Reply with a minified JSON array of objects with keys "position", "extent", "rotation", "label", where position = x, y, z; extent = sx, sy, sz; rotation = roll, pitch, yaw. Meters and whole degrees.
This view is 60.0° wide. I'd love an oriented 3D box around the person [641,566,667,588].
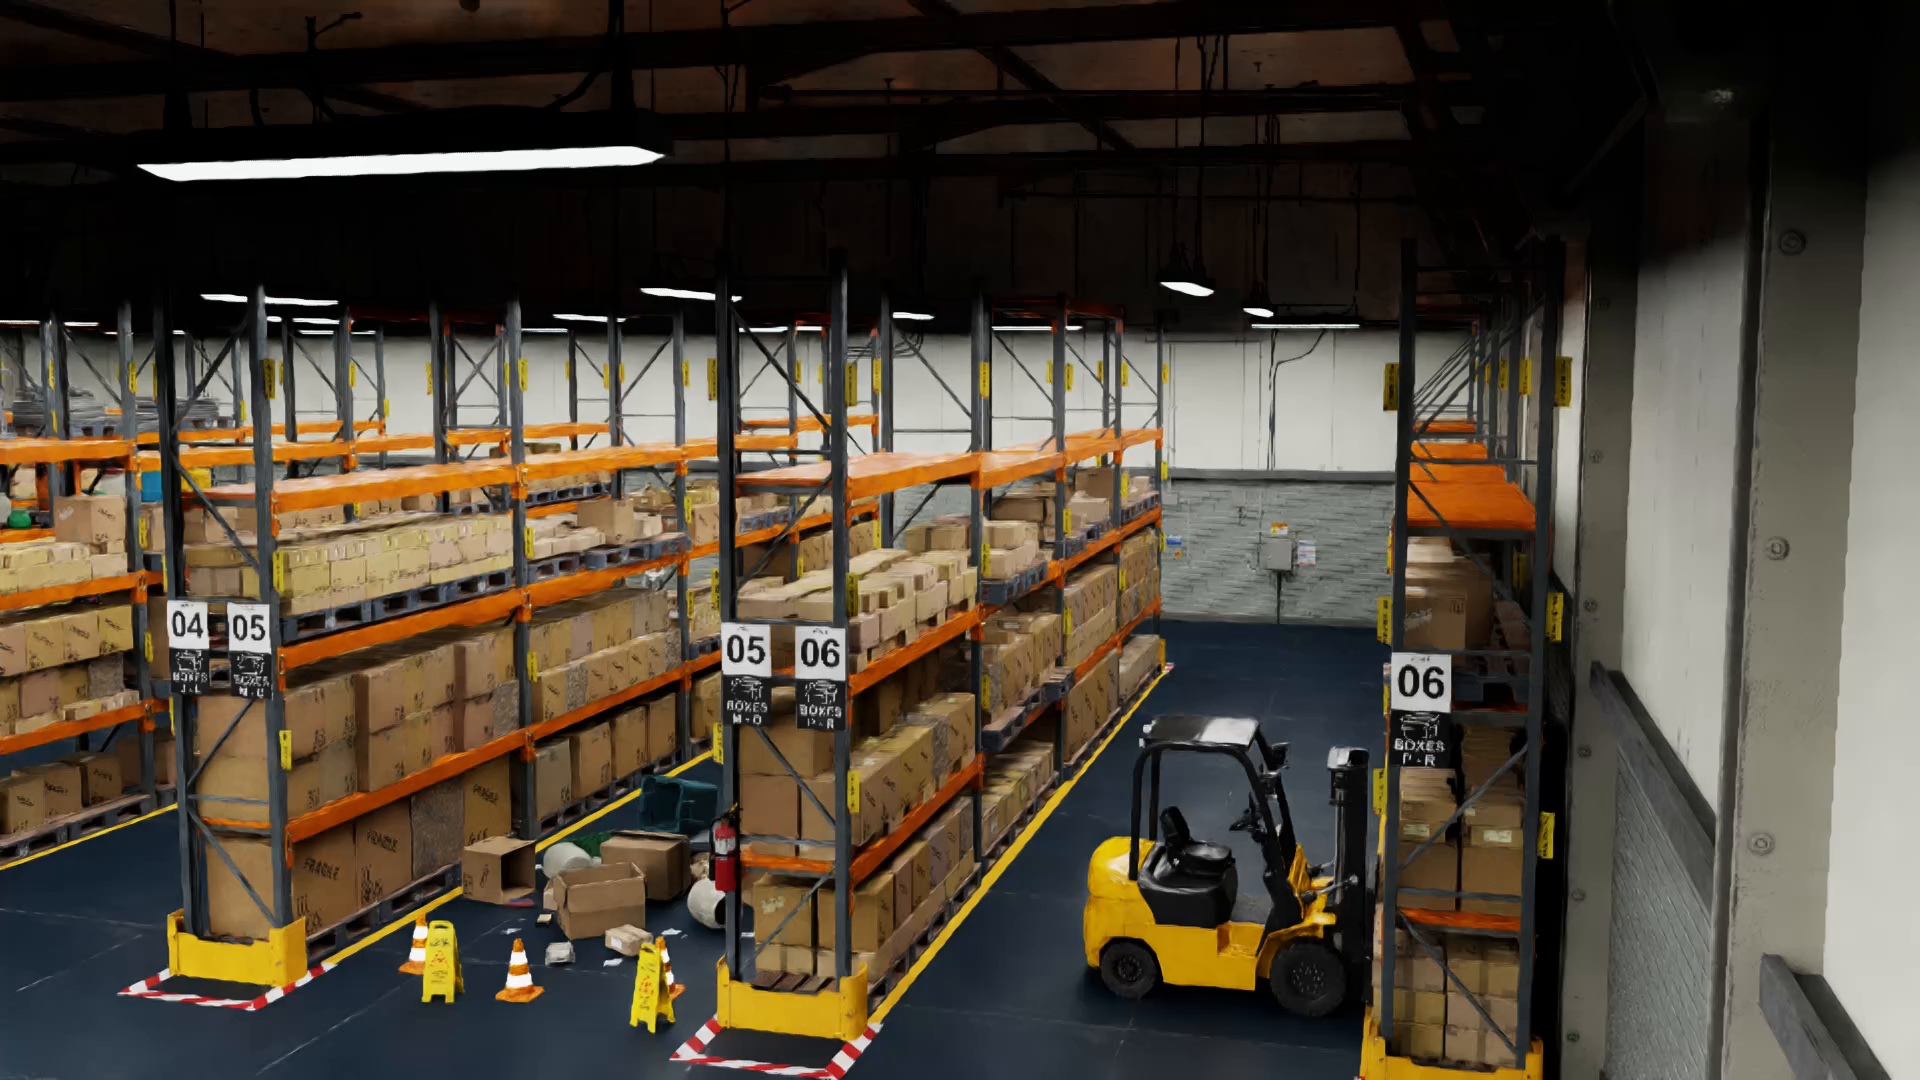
[{"position":[-6.288,0.693,34.038],"extent":[0.555,1.721,1.024],"rotation":[3,7,25],"label":"person"}]
